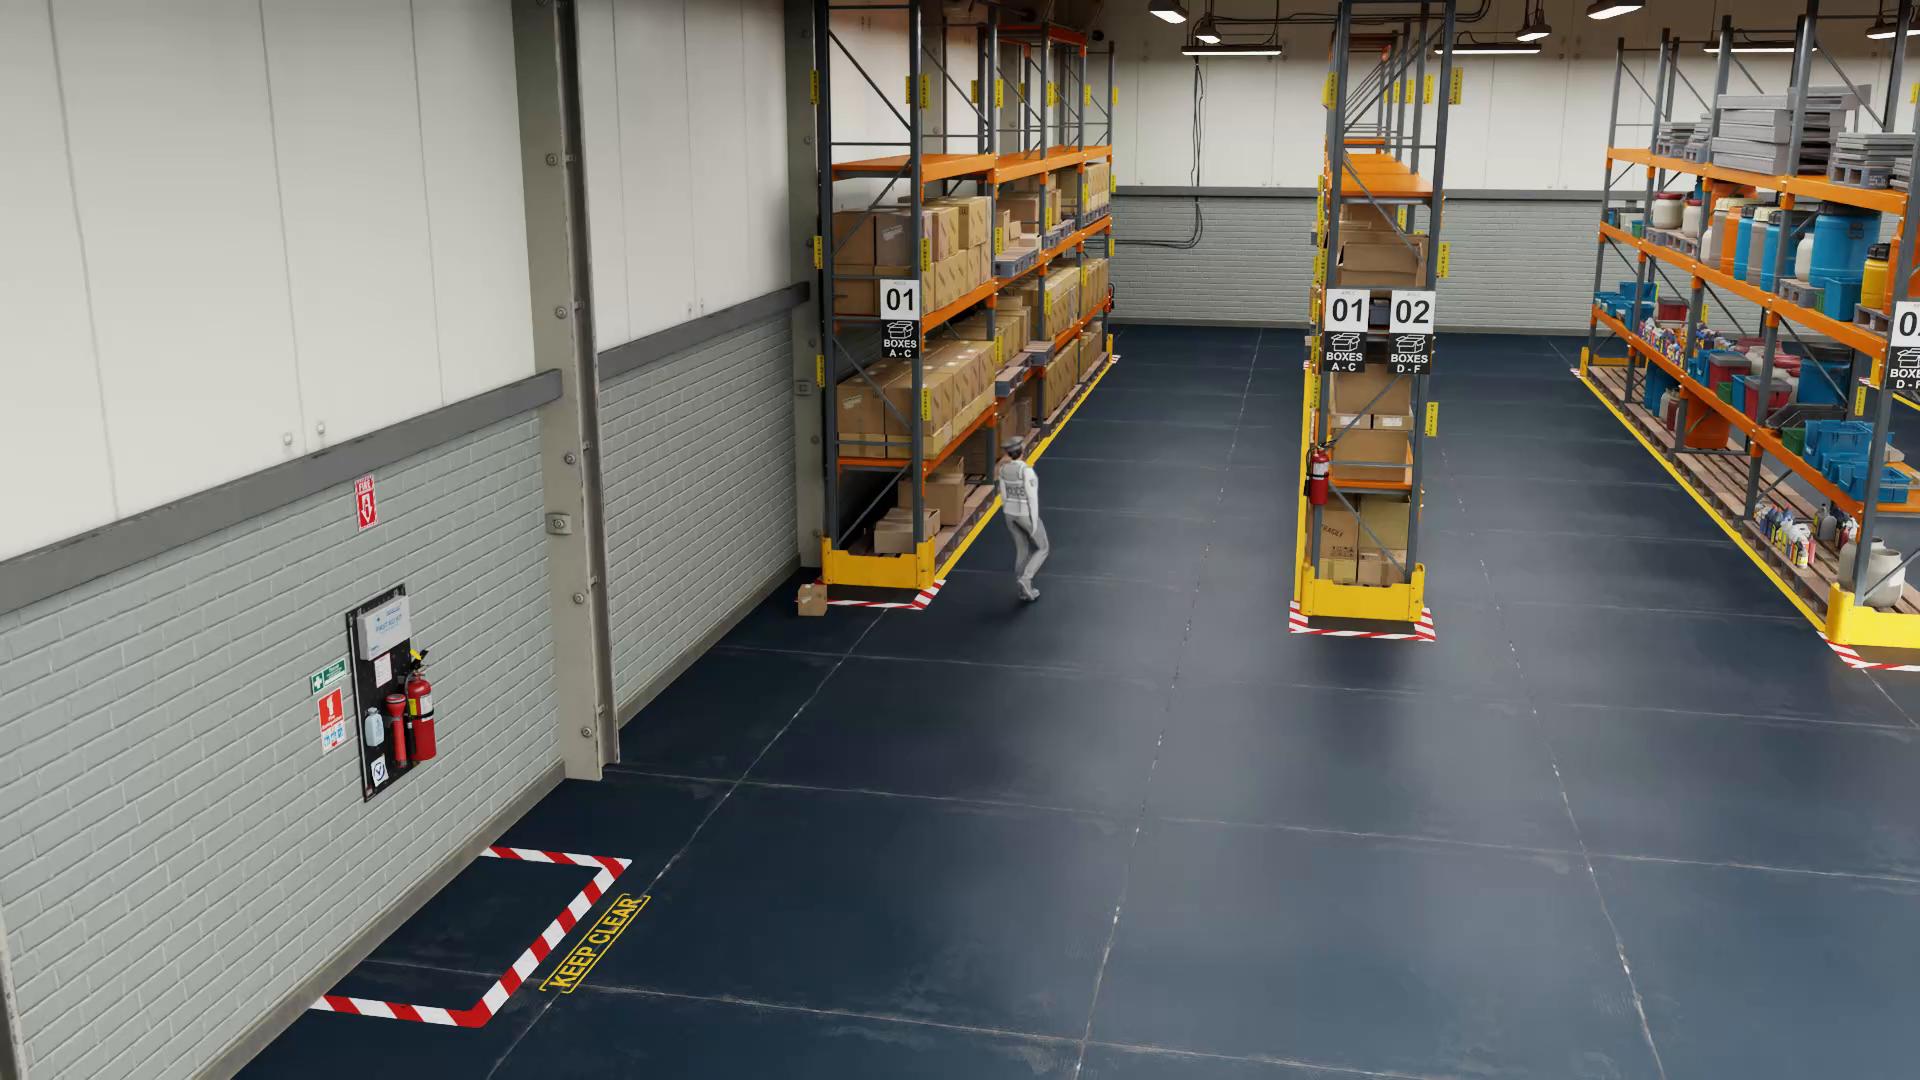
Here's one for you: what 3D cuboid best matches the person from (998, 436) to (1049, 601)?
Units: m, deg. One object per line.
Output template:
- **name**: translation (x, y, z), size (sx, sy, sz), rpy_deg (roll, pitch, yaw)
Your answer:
- **person**: translation (0.609, -0.213, 16.730), size (0.504, 1.652, 0.453), rpy_deg (12, 19, 37)
